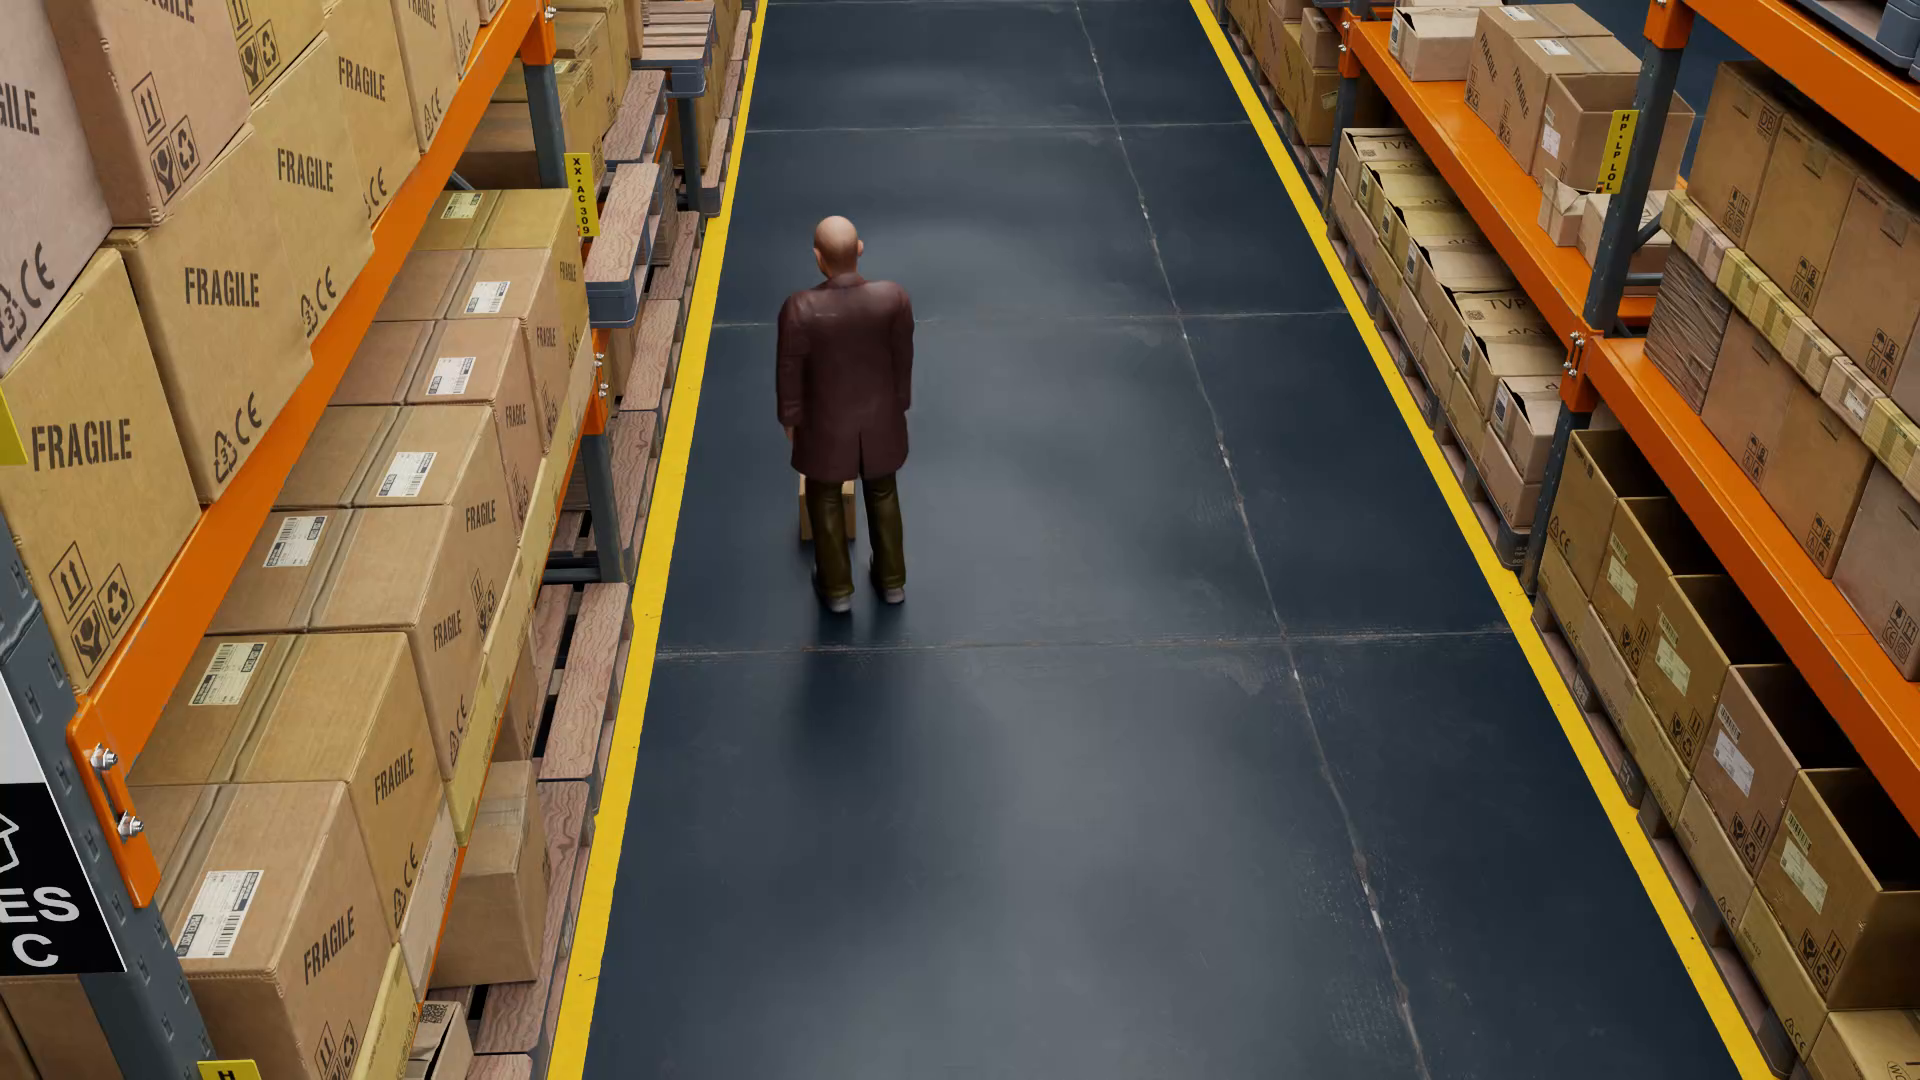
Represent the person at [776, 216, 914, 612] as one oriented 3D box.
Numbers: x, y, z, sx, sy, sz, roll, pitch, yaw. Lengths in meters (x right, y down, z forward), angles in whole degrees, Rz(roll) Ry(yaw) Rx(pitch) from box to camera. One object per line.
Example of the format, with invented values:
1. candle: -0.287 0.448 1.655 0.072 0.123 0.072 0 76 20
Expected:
1. person: -0.478 -0.452 6.949 0.565 1.630 0.379 -9 36 -13
